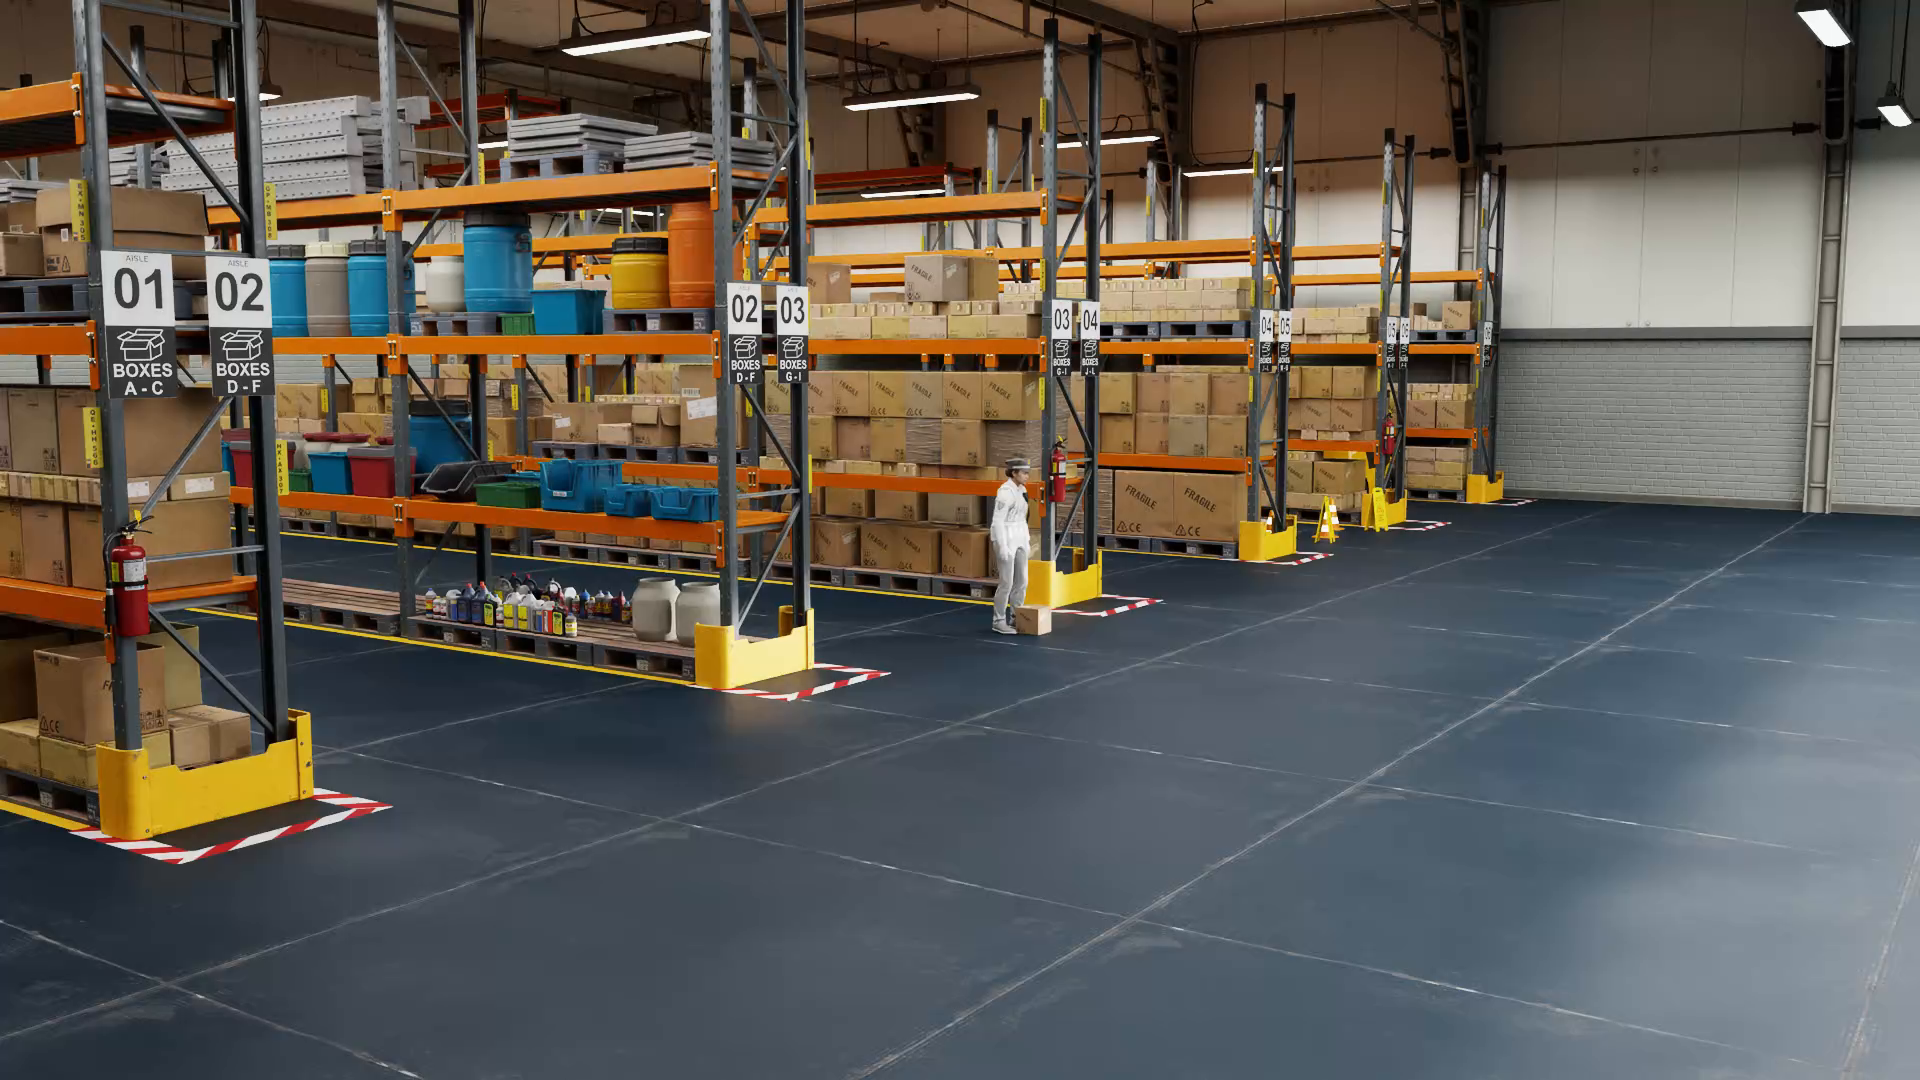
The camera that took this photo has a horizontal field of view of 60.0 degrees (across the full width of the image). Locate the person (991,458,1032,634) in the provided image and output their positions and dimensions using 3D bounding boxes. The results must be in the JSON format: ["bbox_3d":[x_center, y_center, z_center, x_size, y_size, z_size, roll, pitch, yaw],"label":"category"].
[{"bbox_3d":[0.516,0.043,15.910,0.405,1.663,0.539,4,8,32],"label":"person"}]
